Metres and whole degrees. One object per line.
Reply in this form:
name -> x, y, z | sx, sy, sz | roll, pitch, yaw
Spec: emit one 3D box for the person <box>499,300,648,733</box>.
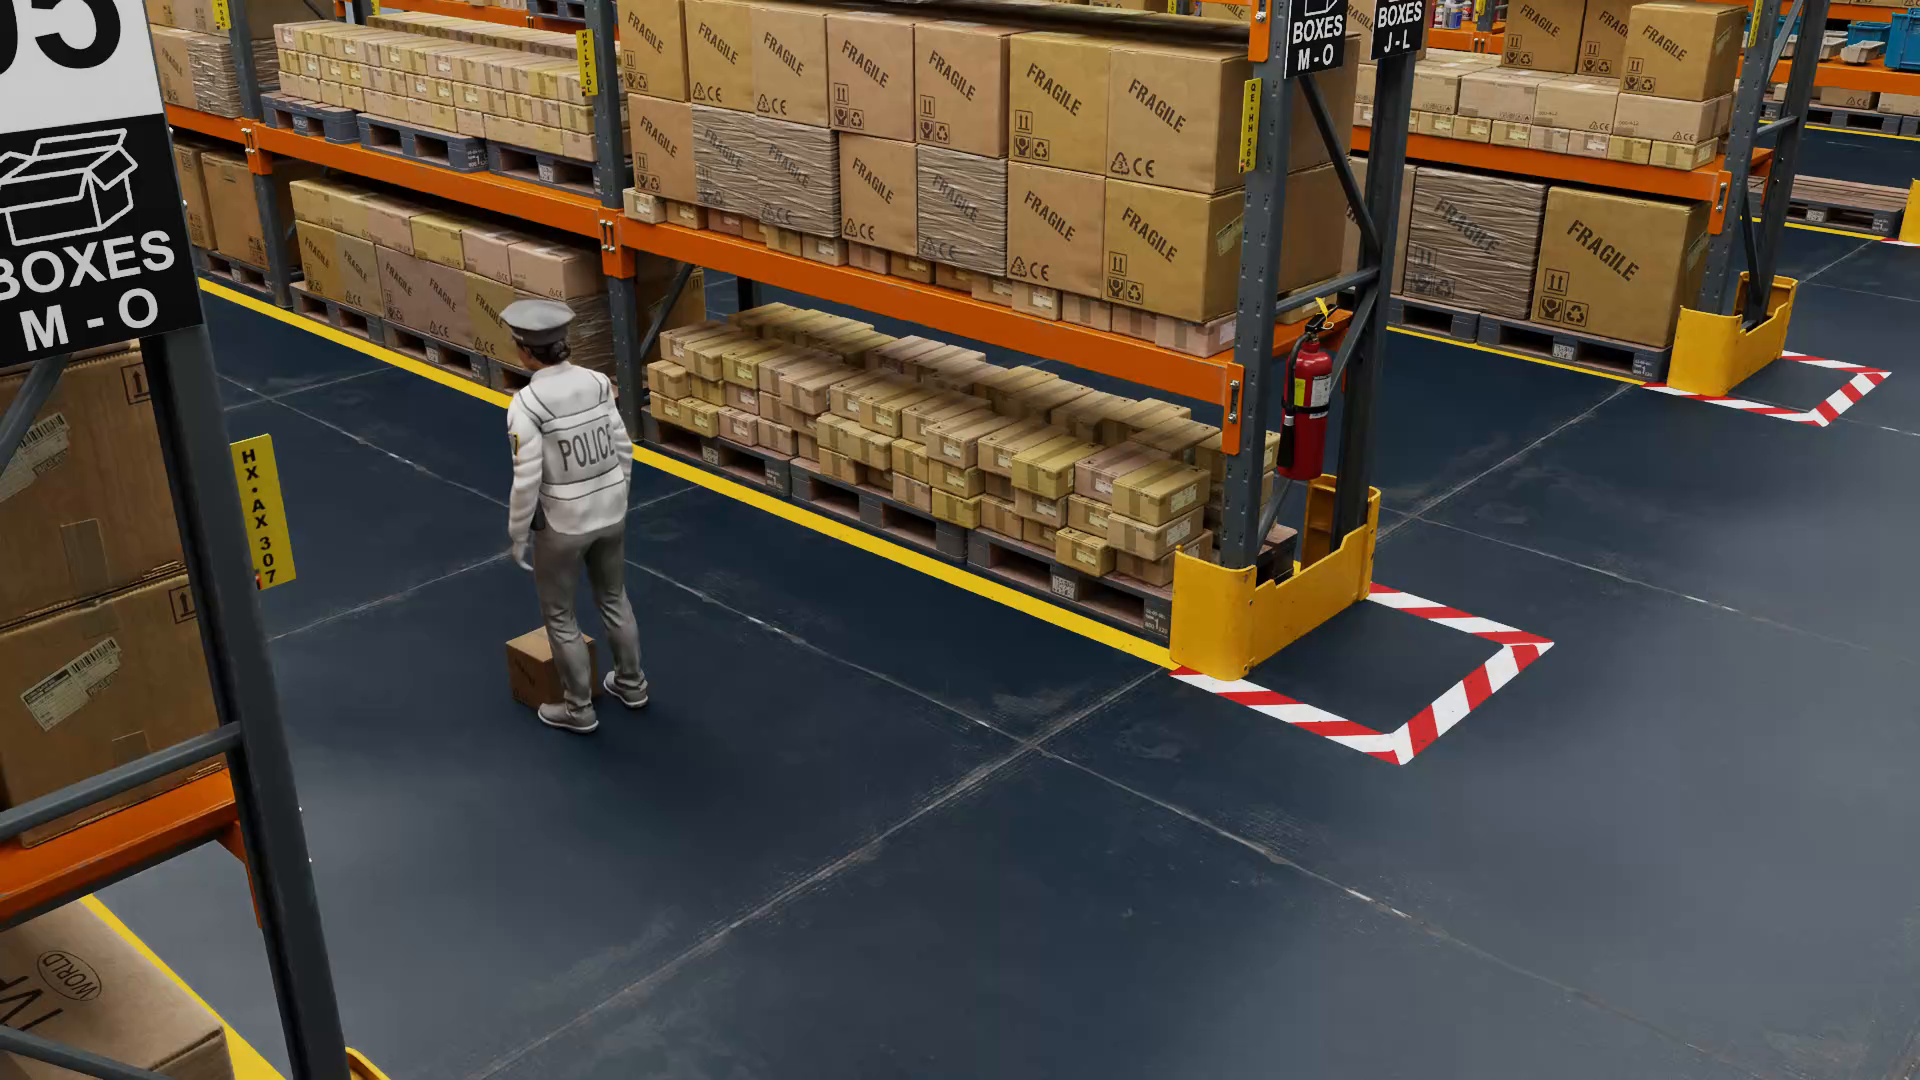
person -> -1.454, -0.067, 6.248 | 0.379, 1.662, 0.536 | 20, 31, 37
